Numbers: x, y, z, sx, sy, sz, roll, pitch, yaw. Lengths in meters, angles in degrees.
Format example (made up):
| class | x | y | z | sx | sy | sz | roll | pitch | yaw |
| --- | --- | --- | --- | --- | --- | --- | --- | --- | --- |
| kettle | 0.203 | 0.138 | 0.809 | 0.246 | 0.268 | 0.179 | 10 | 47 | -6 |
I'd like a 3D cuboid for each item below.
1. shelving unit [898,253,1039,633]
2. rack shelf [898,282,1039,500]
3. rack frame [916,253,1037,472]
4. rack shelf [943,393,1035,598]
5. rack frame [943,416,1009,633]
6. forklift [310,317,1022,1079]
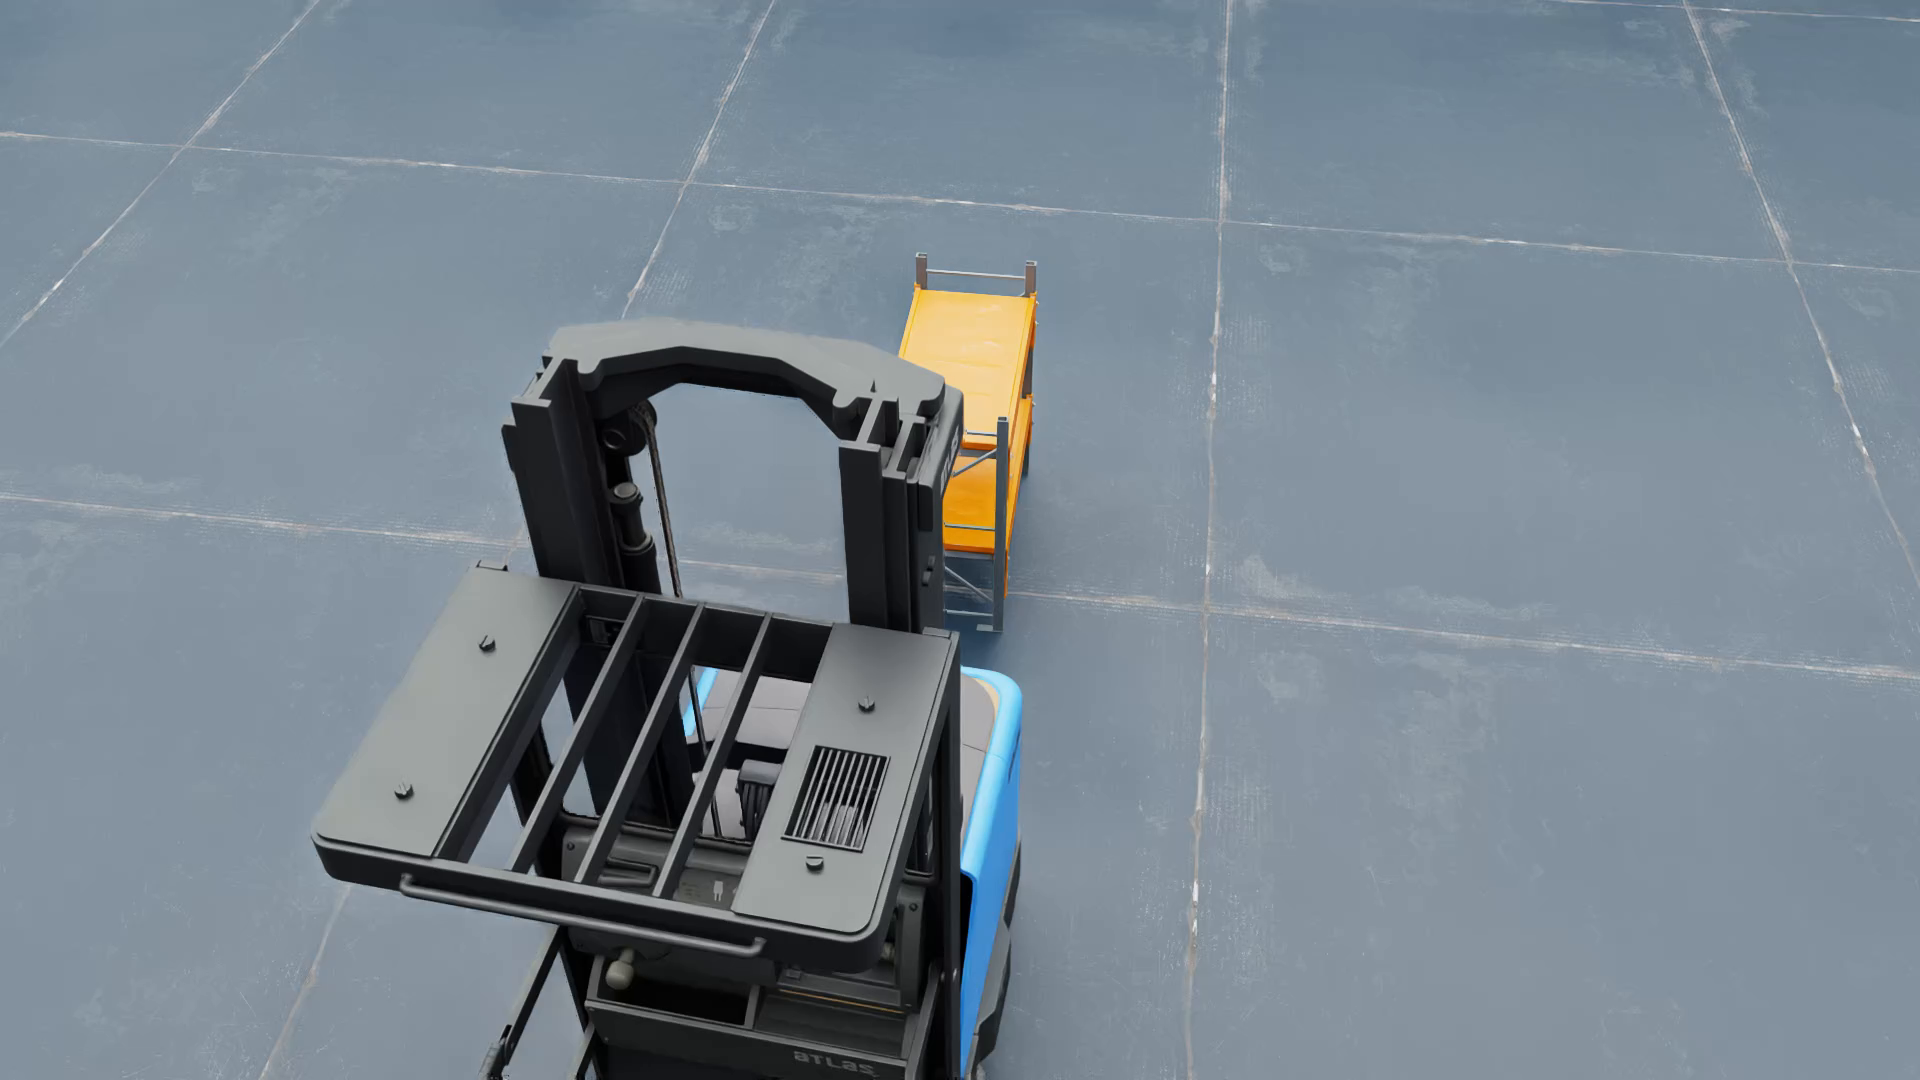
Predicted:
| class | x | y | z | sx | sy | sz | roll | pitch | yaw |
| --- | --- | --- | --- | --- | --- | --- | --- | --- | --- |
| shelving unit | -0.001 | -0.404 | 6.881 | 0.538 | 1.125 | 1.048 | 5 | 44 | 6 |
| rack shelf | -0.001 | -0.616 | 6.679 | 0.538 | 0.278 | 1.000 | 5 | 44 | 6 |
| rack frame | 0.066 | -0.750 | 7.246 | 0.500 | 1.125 | 0.032 | 5 | 44 | 6 |
| rack shelf | -0.001 | -0.226 | 7.049 | 0.538 | 0.278 | 1.000 | 5 | 44 | 6 |
| rack frame | -0.068 | -0.057 | 6.515 | 0.500 | 1.125 | 0.032 | 5 | 44 | 6 |
| forklift | -0.591 | 1.067 | 4.014 | 1.130 | 2.935 | 3.031 | 8 | 44 | 8 |
